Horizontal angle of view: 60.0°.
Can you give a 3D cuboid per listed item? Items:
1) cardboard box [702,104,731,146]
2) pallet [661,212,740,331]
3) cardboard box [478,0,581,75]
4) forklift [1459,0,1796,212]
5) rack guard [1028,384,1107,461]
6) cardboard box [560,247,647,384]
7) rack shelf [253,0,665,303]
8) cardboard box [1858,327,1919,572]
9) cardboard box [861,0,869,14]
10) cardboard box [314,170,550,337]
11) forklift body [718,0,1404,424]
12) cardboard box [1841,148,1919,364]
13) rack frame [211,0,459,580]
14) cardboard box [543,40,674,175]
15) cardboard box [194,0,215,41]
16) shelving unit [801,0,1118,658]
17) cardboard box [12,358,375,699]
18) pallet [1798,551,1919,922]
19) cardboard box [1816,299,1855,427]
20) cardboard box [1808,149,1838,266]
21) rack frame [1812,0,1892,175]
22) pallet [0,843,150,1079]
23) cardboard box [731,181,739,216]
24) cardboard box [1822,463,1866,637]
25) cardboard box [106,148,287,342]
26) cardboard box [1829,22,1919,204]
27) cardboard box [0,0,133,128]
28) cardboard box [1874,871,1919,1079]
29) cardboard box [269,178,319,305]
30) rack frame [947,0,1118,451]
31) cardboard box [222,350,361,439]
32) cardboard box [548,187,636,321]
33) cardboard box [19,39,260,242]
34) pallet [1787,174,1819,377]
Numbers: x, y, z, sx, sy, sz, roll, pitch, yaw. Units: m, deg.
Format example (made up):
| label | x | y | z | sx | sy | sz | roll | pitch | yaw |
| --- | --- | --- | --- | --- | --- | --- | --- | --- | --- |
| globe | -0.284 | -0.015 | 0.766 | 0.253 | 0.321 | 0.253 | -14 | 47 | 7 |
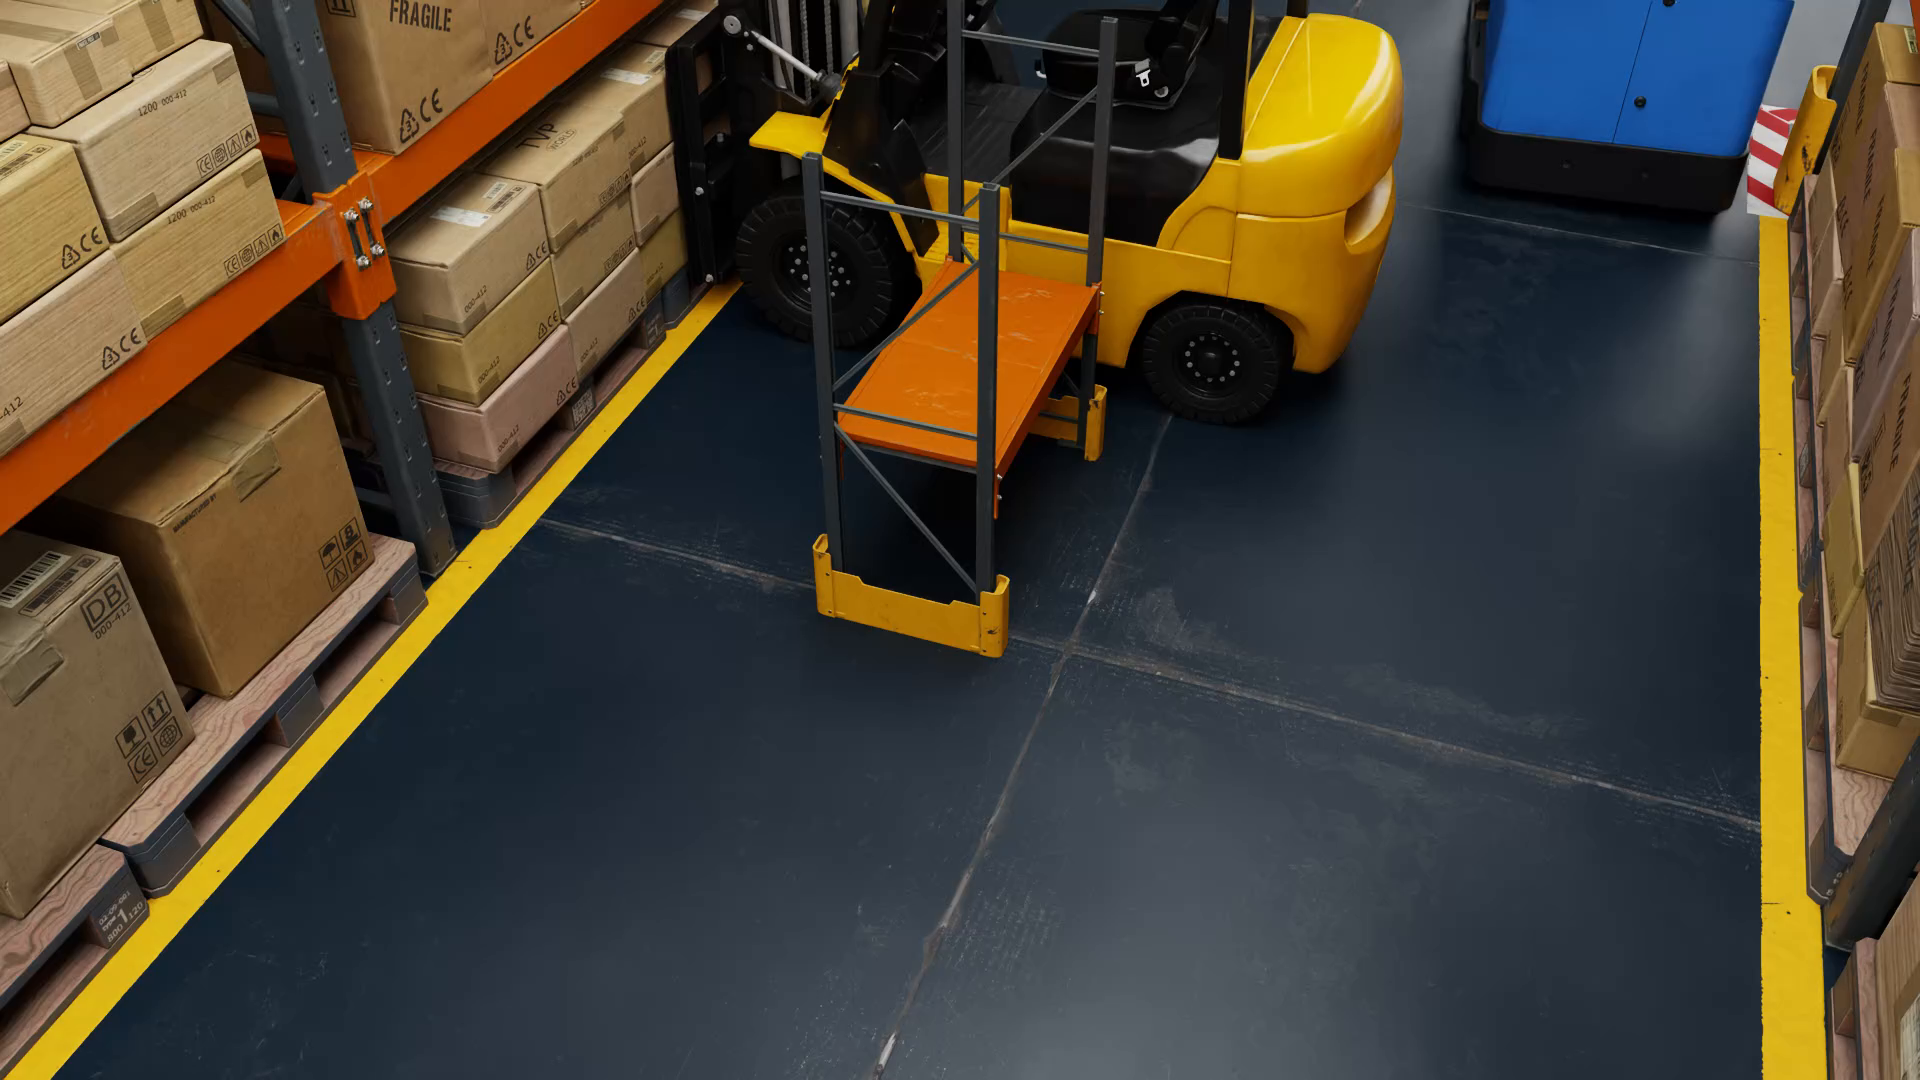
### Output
| label | x | y | z | sx | sy | sz | roll | pitch | yaw |
| --- | --- | --- | --- | --- | --- | --- | --- | --- | --- |
| cardboard box | -1.074 | -1.616 | 6.243 | 0.500 | 0.250 | 0.500 | 13 | 42 | 15 |
| pallet | -1.330 | -1.328 | 6.644 | 1.003 | 0.211 | 1.213 | 13 | 42 | 15 |
| cardboard box | -1.497 | -1.739 | 4.900 | 0.500 | 0.500 | 0.500 | 14 | 42 | 16 |
| forklift | 2.975 | -3.398 | 6.974 | 1.130 | 2.935 | 3.031 | 10 | 41 | 11 |
| rack guard | 0.196 | -0.445 | 5.579 | 0.587 | 0.250 | 0.087 | 13 | 42 | 15 |
| cardboard box | -1.421 | -0.815 | 5.689 | 0.500 | 0.250 | 0.500 | 12 | 42 | 14 |
| rack shelf | -1.372 | -2.113 | 5.970 | 1.077 | 0.370 | 4.000 | 13 | 42 | 15 |
| cardboard box | 2.732 | -0.197 | 4.387 | 0.500 | 0.500 | 0.500 | 14 | 42 | 16 |
| cardboard box | -0.561 | -2.544 | 7.330 | 0.500 | 0.250 | 0.500 | 13 | 42 | 15 |
| cardboard box | -1.596 | -0.886 | 5.002 | 0.500 | 0.250 | 0.500 | 13 | 42 | 14 |
| forklift body | 0.377 | -1.722 | 5.611 | 2.313 | 2.155 | 1.214 | 13 | 42 | 15 |
| cardboard box | 3.080 | -0.837 | 5.137 | 0.500 | 0.500 | 0.500 | 14 | 42 | 16 |
| rack frame | -2.056 | -1.167 | 4.306 | 1.000 | 3.000 | 0.127 | 13 | 42 | 15 |
| cardboard box | -1.252 | -1.502 | 5.724 | 0.500 | 0.250 | 0.500 | 15 | 43 | 17 |
| cardboard box | -2.157 | -1.539 | 4.665 | 0.500 | 0.500 | 0.500 | 13 | 42 | 15 |
| shelving unit | 0.026 | -0.617 | 4.818 | 0.587 | 1.500 | 1.083 | 13 | 42 | 15 |
| cardboard box | -2.224 | -0.102 | 4.565 | 0.875 | 0.625 | 0.625 | 15 | 43 | 17 |
| pallet | 2.806 | 0.576 | 4.412 | 1.003 | 0.211 | 1.213 | 13 | 42 | 15 |
| cardboard box | 3.085 | -0.545 | 5.372 | 0.500 | 0.250 | 0.500 | 16 | 43 | 18 |
| cardboard box | 3.441 | -1.190 | 6.129 | 0.500 | 0.250 | 0.500 | 13 | 42 | 15 |
| rack frame | 3.977 | -2.507 | 5.877 | 1.000 | 3.000 | 0.127 | 13 | 42 | 15 |
| pallet | -2.687 | 1.099 | 3.799 | 1.003 | 0.211 | 1.213 | 13 | 42 | 15 |
| cardboard box | -1.067 | -1.437 | 6.418 | 0.500 | 0.250 | 0.500 | 15 | 43 | 16 |
| cardboard box | 2.732 | 0.072 | 4.650 | 0.500 | 0.250 | 0.500 | 12 | 42 | 14 |
| cardboard box | -1.983 | -0.744 | 3.927 | 0.500 | 0.250 | 0.500 | 14 | 42 | 16 |
| cardboard box | 3.434 | -1.461 | 5.868 | 0.500 | 0.500 | 0.500 | 12 | 42 | 14 |
| cardboard box | -2.036 | -1.032 | 3.572 | 0.380 | 0.149 | 0.250 | 13 | 42 | 14 |
| cardboard box | 2.432 | 1.093 | 3.359 | 0.950 | 0.372 | 0.625 | 14 | 42 | 16 |
| cardboard box | -2.070 | -1.004 | 5.140 | 0.500 | 0.250 | 0.500 | 14 | 42 | 16 |
| rack frame | 0.203 | -0.933 | 5.188 | 0.500 | 1.500 | 0.032 | 13 | 42 | 15 |
| cardboard box | -2.080 | -0.621 | 5.462 | 0.500 | 0.250 | 0.500 | 14 | 42 | 16 |
| cardboard box | -1.430 | -1.005 | 5.526 | 0.500 | 0.250 | 0.500 | 13 | 42 | 15 |
| cardboard box | -1.984 | -0.943 | 3.775 | 0.500 | 0.250 | 0.500 | 12 | 42 | 14 |
| pallet | 3.640 | -0.912 | 6.156 | 1.003 | 0.211 | 1.213 | 13 | 42 | 15 |
